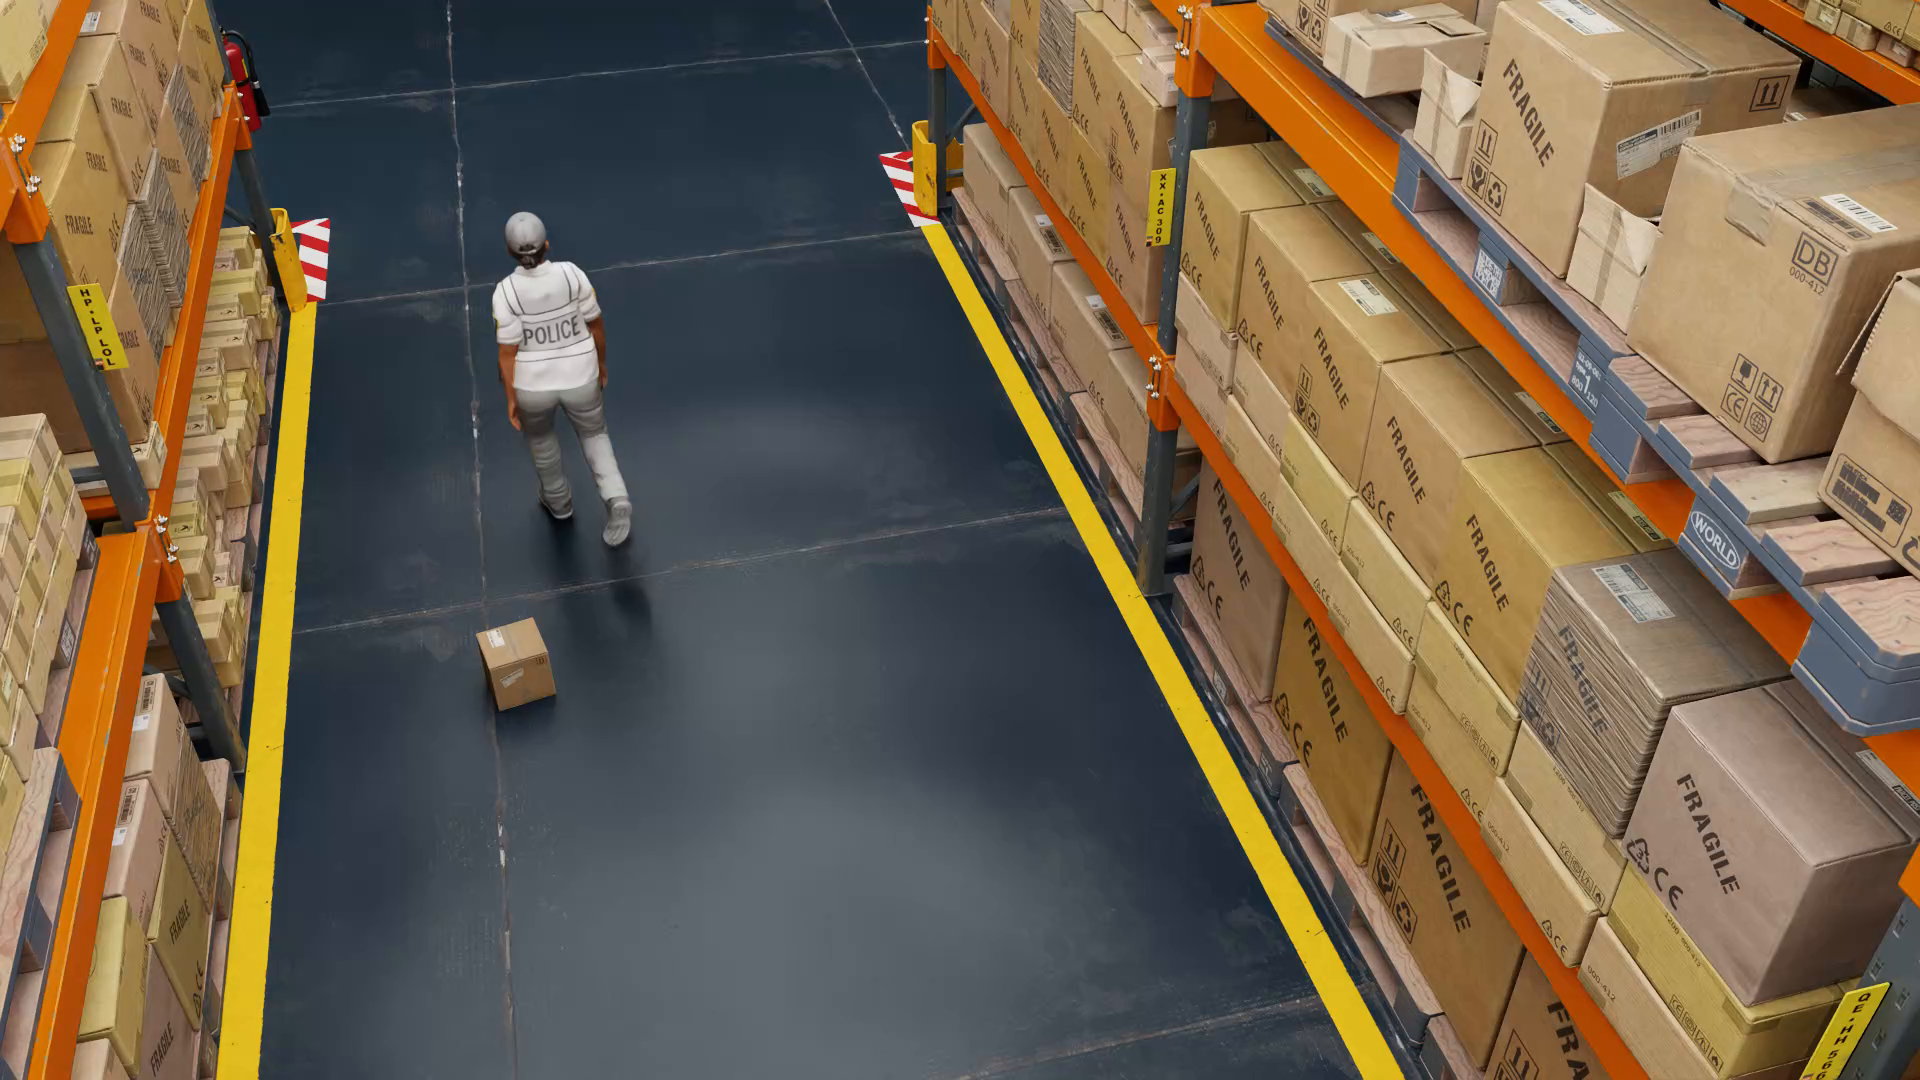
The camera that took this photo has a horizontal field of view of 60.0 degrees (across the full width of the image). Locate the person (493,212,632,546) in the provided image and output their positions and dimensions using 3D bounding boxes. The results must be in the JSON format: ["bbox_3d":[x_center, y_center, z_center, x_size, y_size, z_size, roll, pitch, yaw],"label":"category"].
[{"bbox_3d":[-1.830,-0.714,7.604,0.510,1.627,0.748,-16,41,-19],"label":"person"}]
